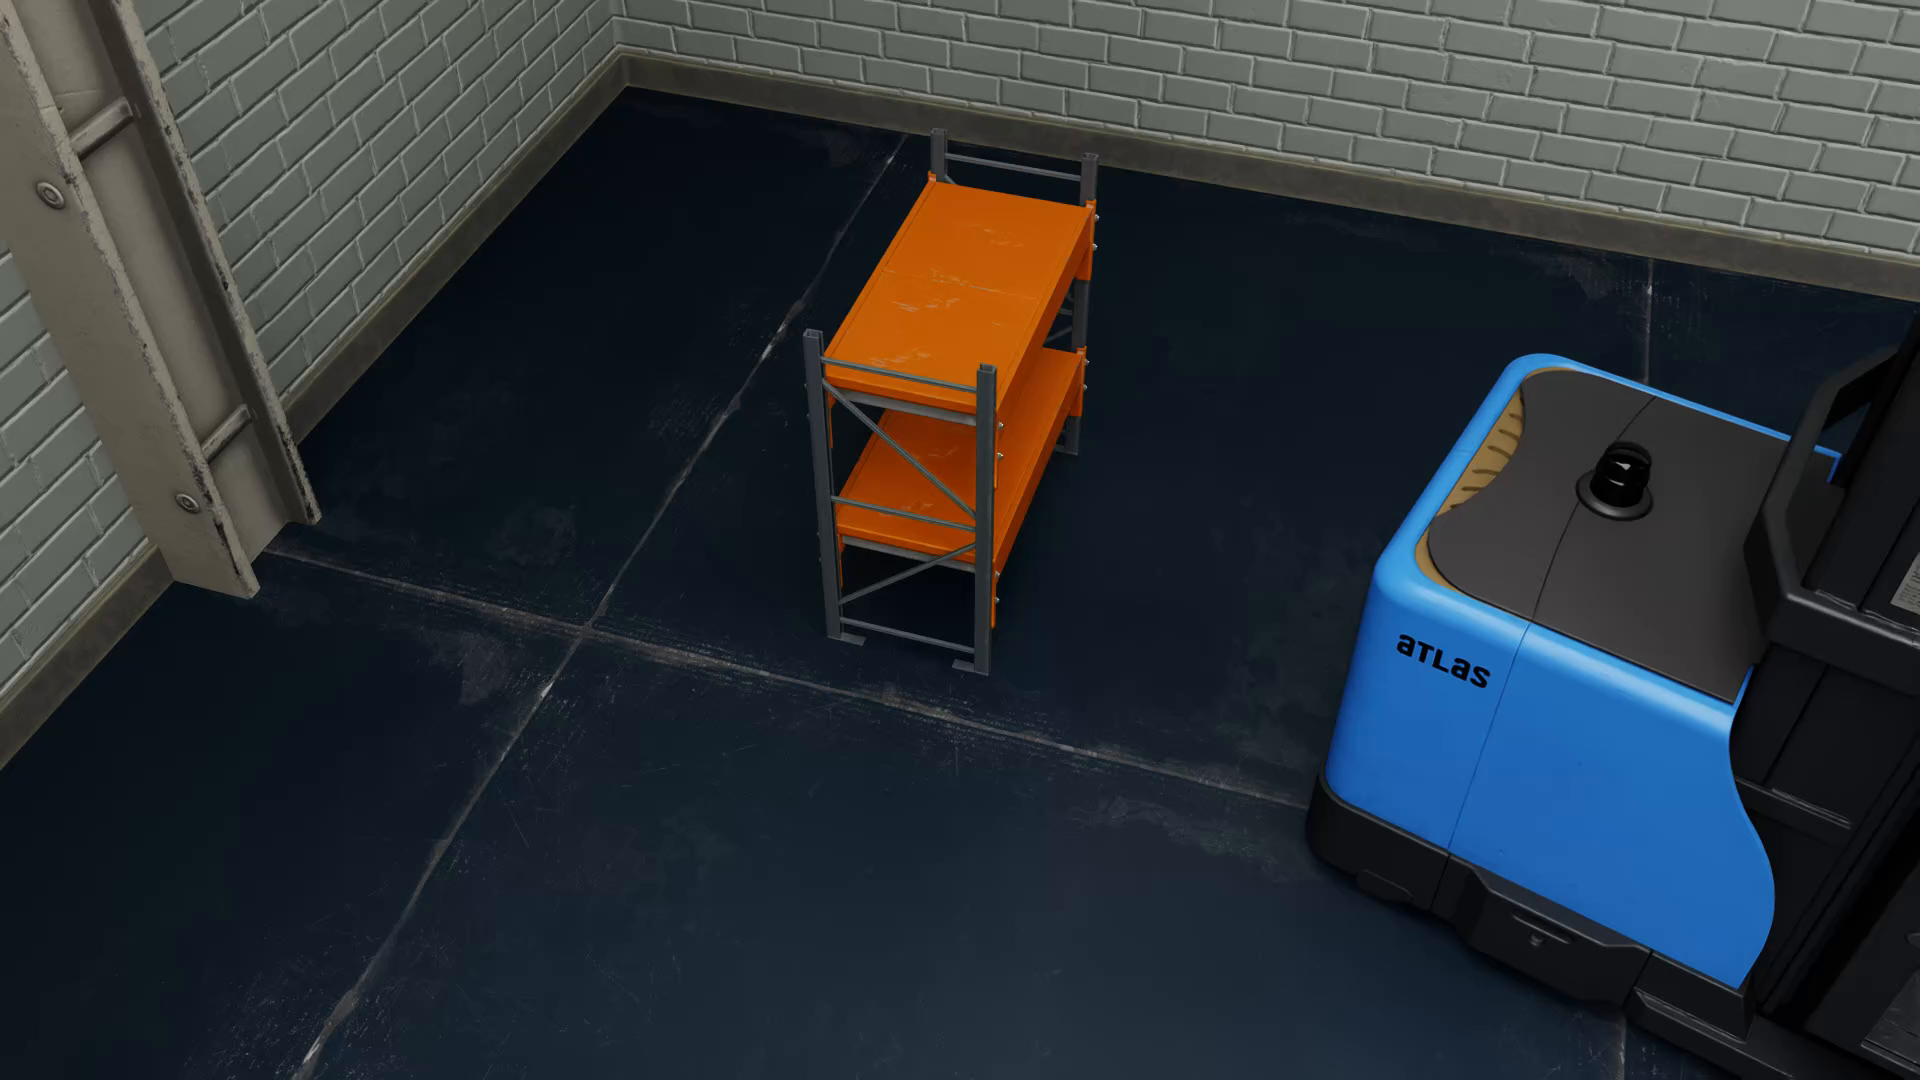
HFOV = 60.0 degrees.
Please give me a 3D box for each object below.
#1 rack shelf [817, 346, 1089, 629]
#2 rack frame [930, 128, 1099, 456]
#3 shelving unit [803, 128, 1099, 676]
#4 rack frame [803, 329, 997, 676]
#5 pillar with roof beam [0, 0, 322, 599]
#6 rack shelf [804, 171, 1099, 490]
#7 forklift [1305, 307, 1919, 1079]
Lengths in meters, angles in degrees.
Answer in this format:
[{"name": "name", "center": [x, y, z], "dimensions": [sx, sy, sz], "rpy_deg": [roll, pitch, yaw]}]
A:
[{"name": "rack shelf", "center": [0.002, -0.232, 5.032], "dimensions": [0.538, 0.278, 1.000], "rpy_deg": [13, 46, 13]}, {"name": "rack frame", "center": [0.156, -0.745, 5.207], "dimensions": [0.500, 1.125, 0.032], "rpy_deg": [13, 46, 13]}, {"name": "shelving unit", "center": [0.002, -0.407, 4.861], "dimensions": [0.538, 1.125, 1.048], "rpy_deg": [13, 46, 13]}, {"name": "rack frame", "center": [-0.152, -0.068, 4.515], "dimensions": [0.500, 1.125, 0.032], "rpy_deg": [13, 46, 13]}, {"name": "pillar with roof beam", "center": [1.854, -2.288, 1.154], "dimensions": [9.100, 9.000, 0.400], "rpy_deg": [13, 46, 13]}, {"name": "rack shelf", "center": [0.002, -0.616, 4.656], "dimensions": [0.538, 0.278, 1.000], "rpy_deg": [13, 46, 13]}, {"name": "forklift", "center": [2.420, 0.067, 3.086], "dimensions": [3.031, 2.935, 1.130], "rpy_deg": [24, 49, 23]}]
